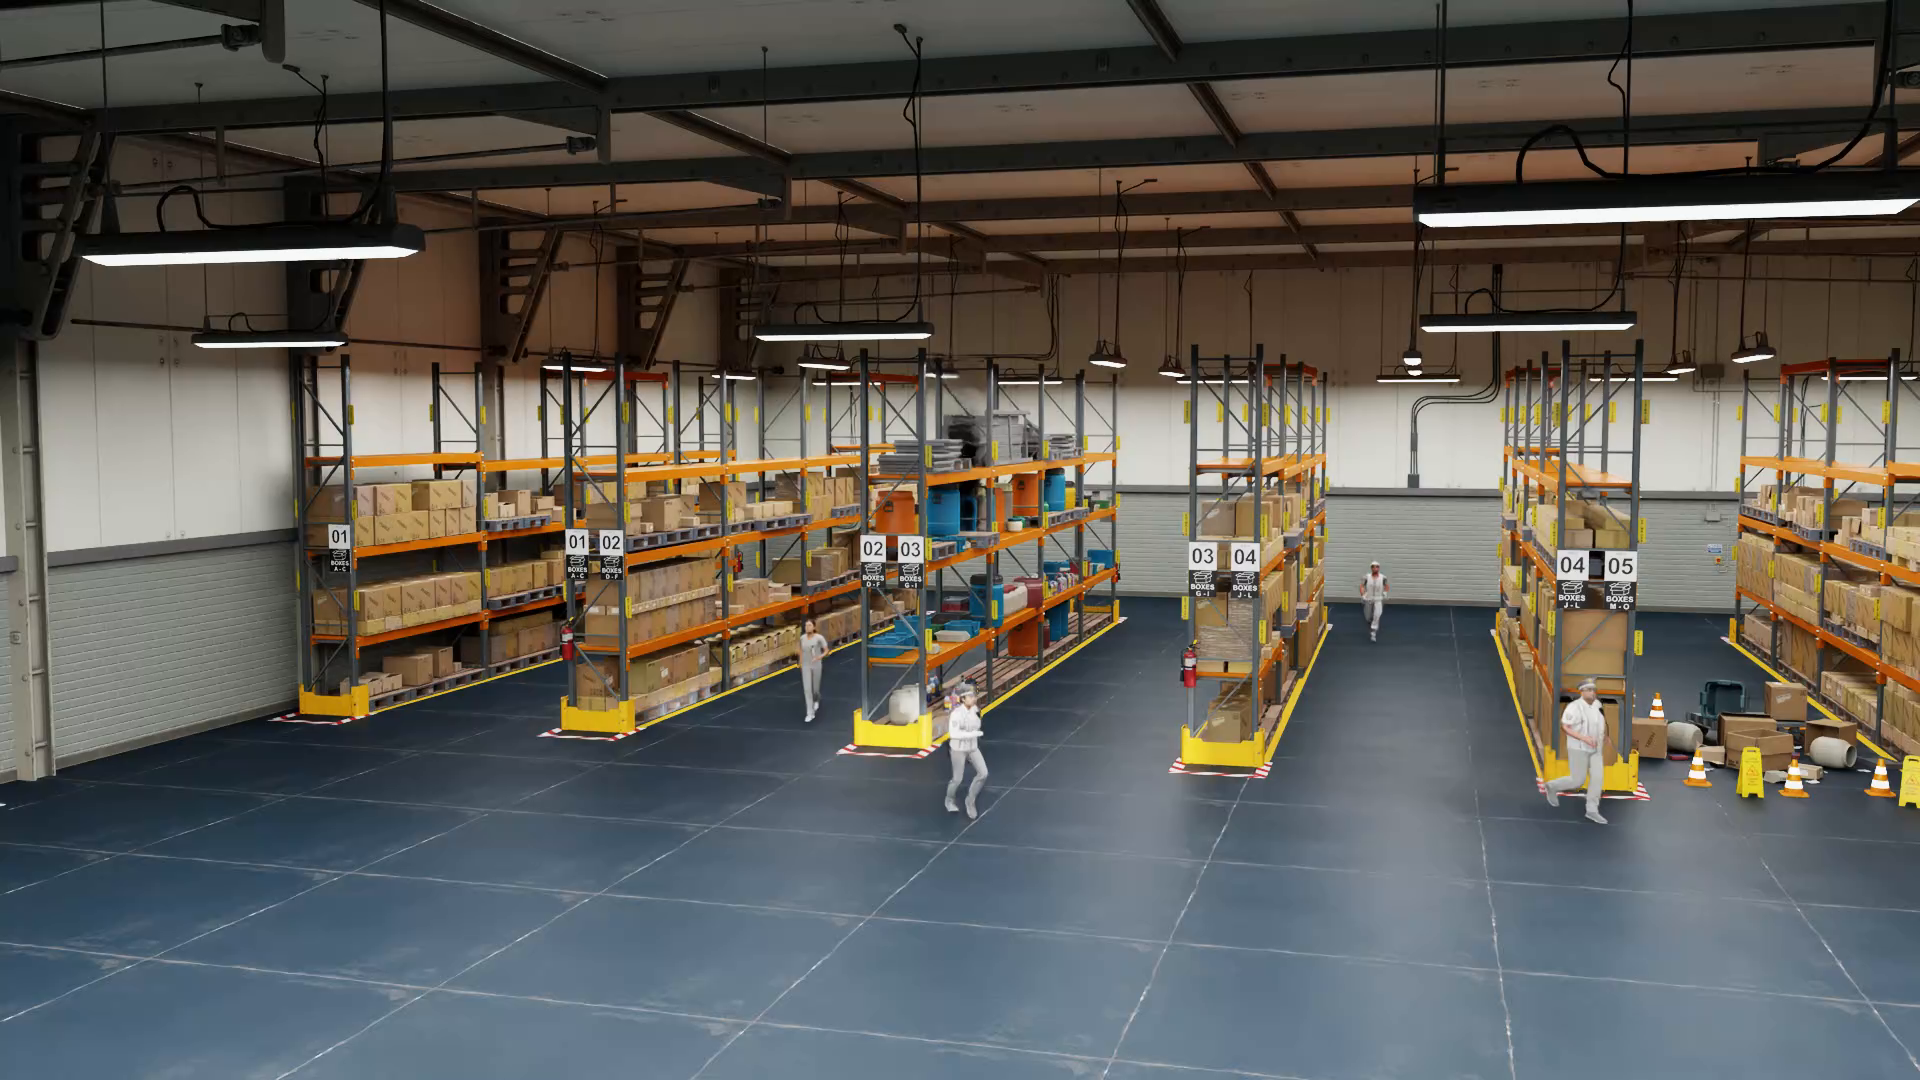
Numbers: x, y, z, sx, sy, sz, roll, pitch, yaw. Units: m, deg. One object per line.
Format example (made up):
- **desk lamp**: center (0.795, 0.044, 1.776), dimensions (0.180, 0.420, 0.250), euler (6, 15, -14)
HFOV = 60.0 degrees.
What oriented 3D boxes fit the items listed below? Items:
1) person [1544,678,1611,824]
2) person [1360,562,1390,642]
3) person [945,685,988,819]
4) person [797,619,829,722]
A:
- **person**: center (7.747, 2.584, 20.704), dimensions (0.671, 1.787, 0.853), euler (-2, 5, -24)
- **person**: center (9.274, 1.359, 37.236), dimensions (0.645, 1.757, 0.962), euler (1, 5, 18)
- **person**: center (0.070, 2.612, 20.631), dimensions (0.641, 1.676, 0.787), euler (-4, 6, -40)
- **person**: center (-2.431, 2.126, 27.446), dimensions (0.563, 1.666, 0.802), euler (1, 4, 8)
